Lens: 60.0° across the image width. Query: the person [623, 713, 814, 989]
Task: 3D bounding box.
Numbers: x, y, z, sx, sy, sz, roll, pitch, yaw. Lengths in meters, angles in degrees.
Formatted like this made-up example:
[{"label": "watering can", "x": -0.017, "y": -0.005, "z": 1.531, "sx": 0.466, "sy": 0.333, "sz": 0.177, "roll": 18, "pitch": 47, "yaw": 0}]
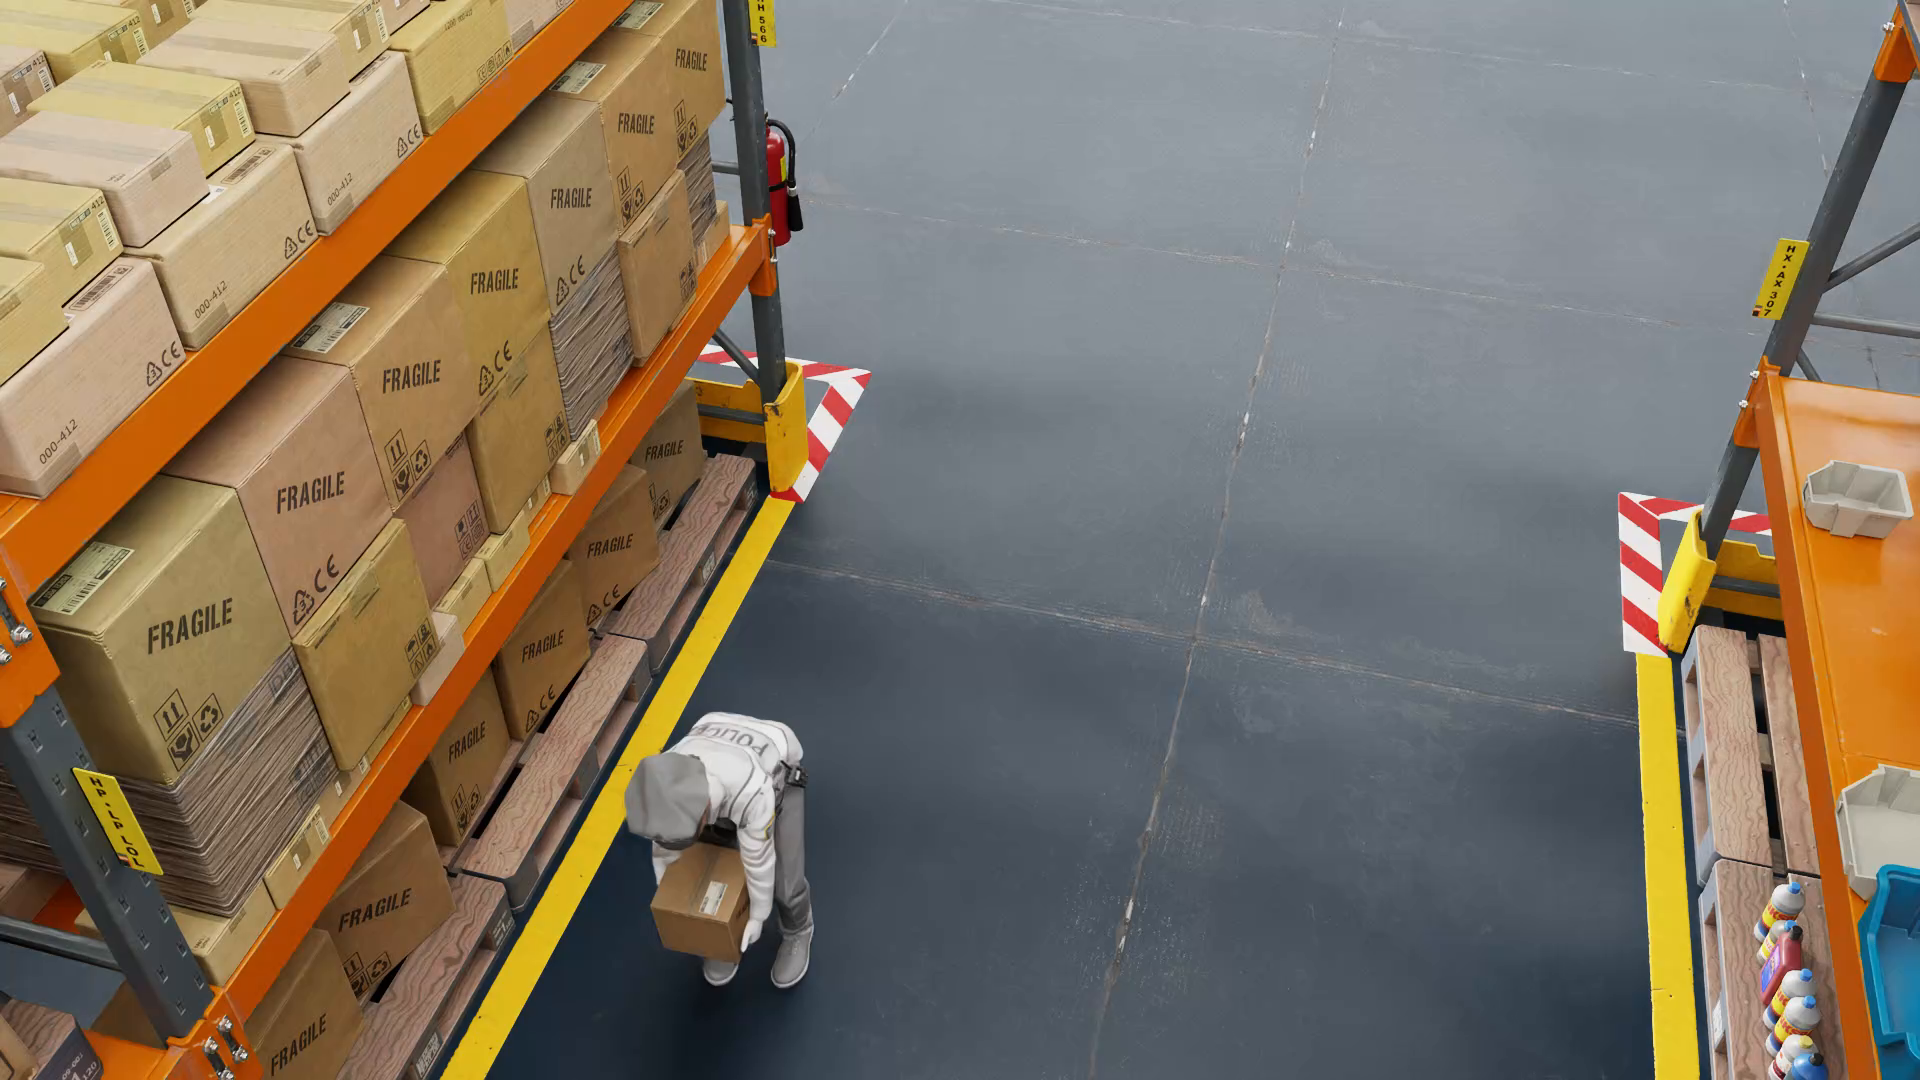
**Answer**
[{"label": "person", "x": -0.730, "y": 1.006, "z": 5.196, "sx": 0.404, "sy": 1.428, "sz": 0.814, "roll": 9, "pitch": 42, "yaw": 10}]
